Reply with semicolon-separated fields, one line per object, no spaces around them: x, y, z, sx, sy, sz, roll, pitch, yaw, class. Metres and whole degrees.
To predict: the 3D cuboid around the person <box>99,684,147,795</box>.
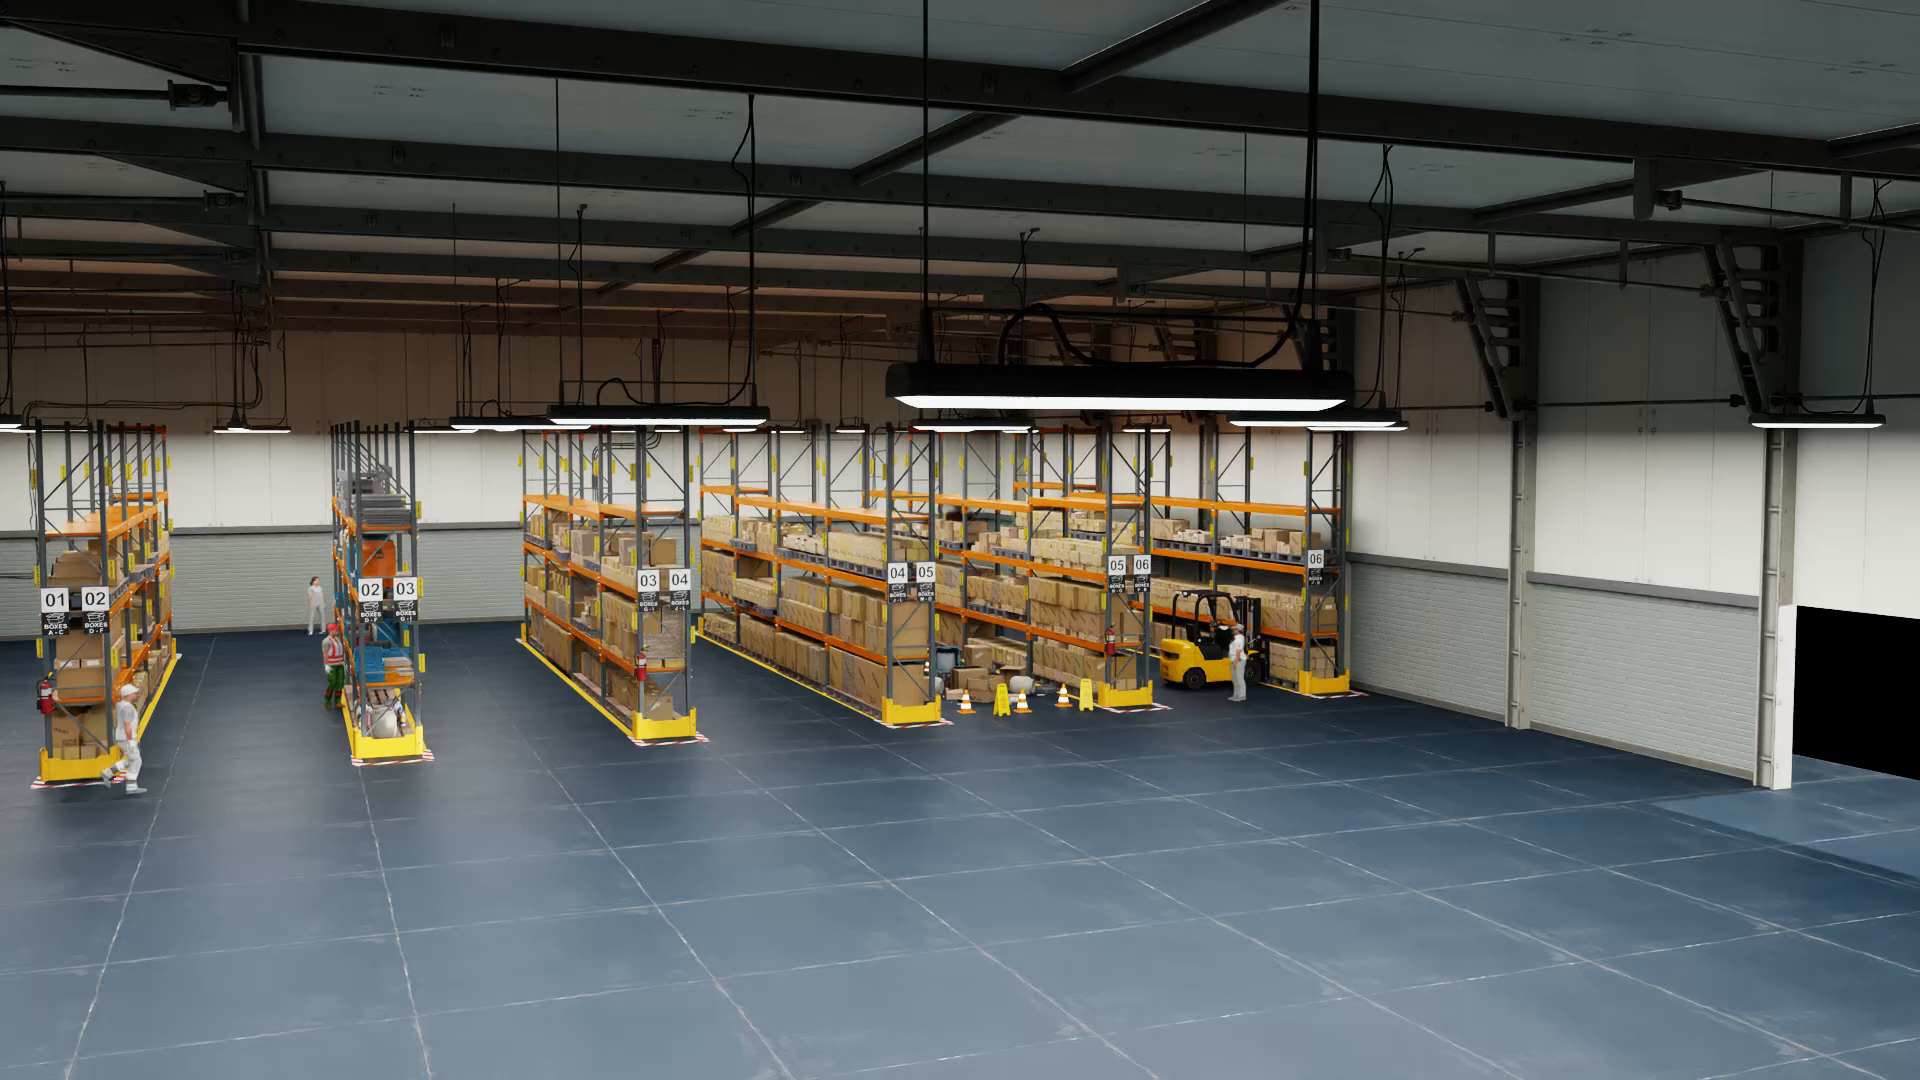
-13.335;3.173;26.444;0.689;1.758;0.609;-1;4;-22;person

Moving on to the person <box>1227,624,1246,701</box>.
5.968;2.655;36.023;0.428;1.687;0.538;-1;4;-13;person

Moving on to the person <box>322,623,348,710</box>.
-13.166;2.681;35.073;0.430;1.855;0.610;2;4;25;person

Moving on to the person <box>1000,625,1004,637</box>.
1.073;1.996;46.848;0.339;1.599;0.477;-1;4;-19;person

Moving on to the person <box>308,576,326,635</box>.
-18.572;1.887;48.035;0.514;1.675;0.423;-3;5;-42;person
